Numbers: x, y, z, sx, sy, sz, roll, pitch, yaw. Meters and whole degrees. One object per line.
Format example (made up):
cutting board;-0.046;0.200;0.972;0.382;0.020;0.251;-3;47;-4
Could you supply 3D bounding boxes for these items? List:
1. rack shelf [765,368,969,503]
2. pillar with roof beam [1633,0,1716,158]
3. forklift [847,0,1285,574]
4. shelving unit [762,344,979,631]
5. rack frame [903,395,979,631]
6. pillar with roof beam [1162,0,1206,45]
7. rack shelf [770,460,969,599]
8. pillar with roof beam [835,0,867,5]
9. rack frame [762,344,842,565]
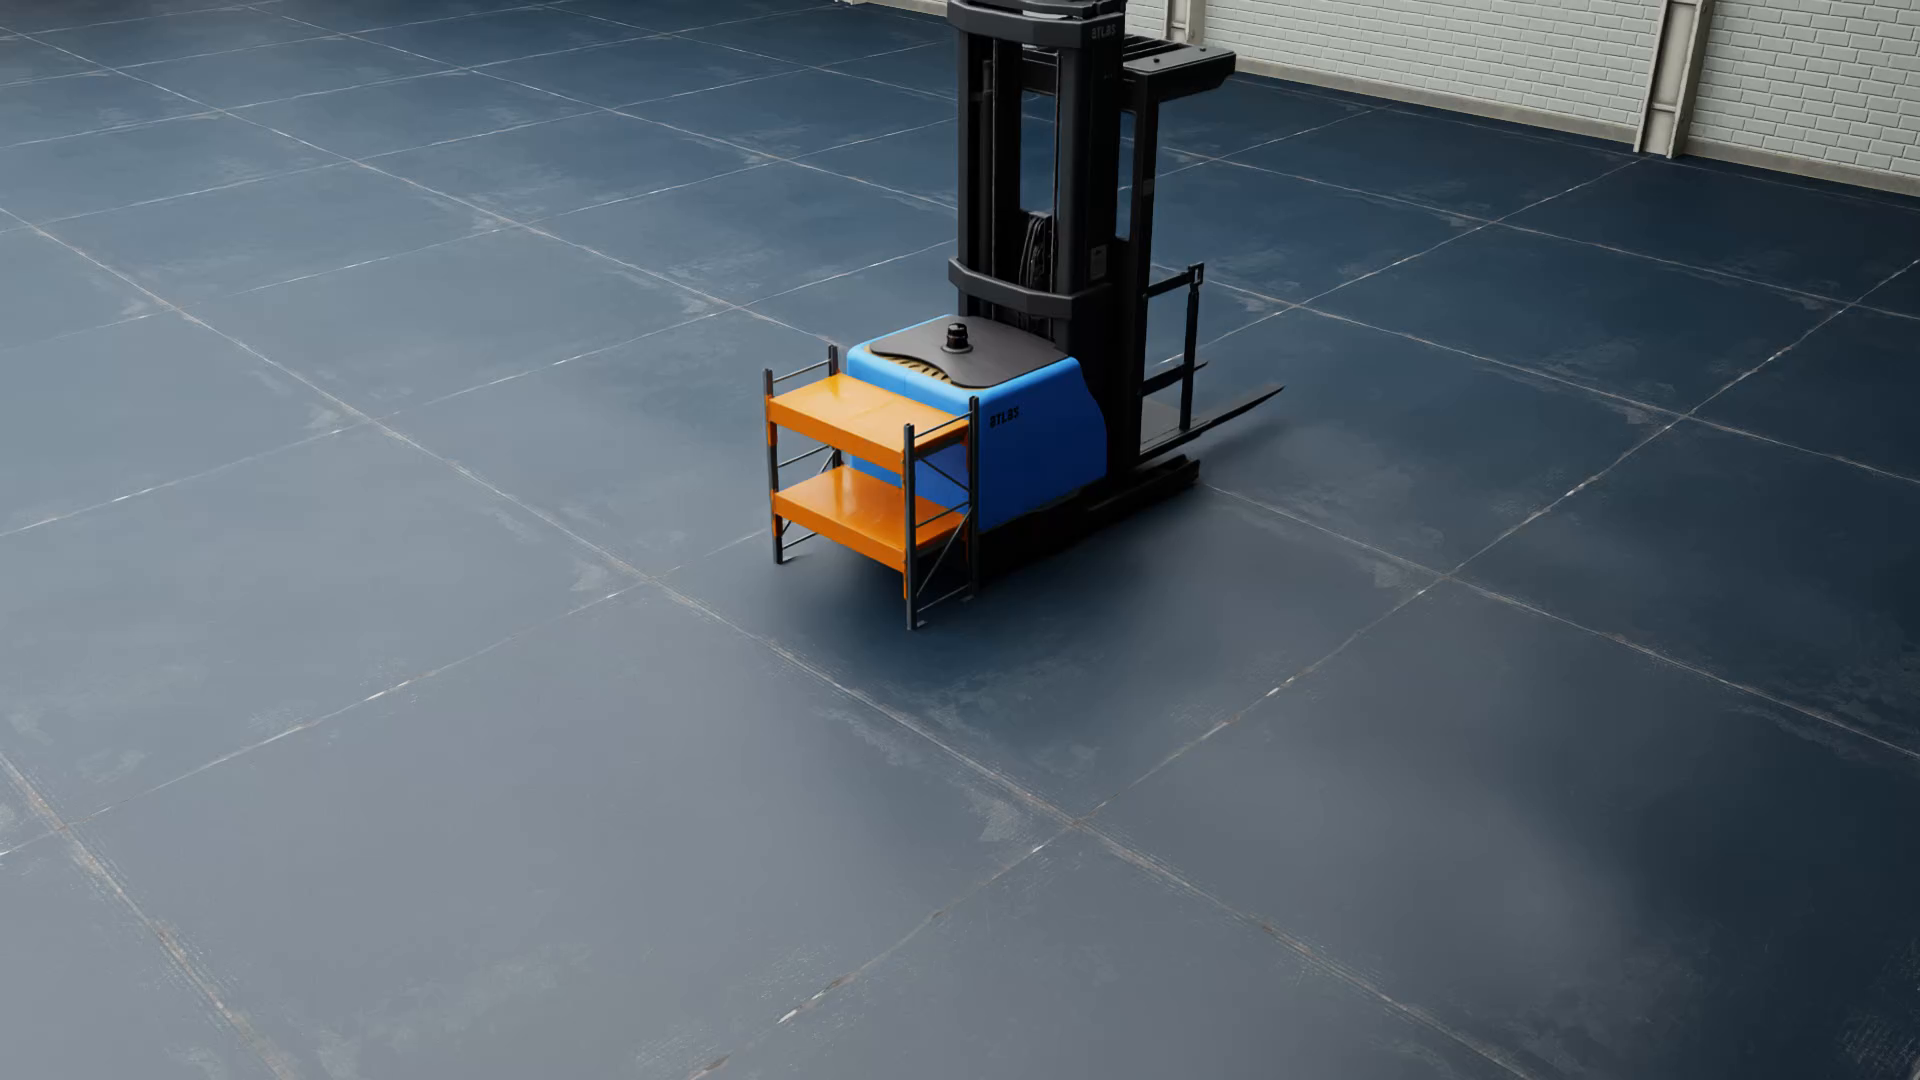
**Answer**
rack shelf;-0.458;-0.547;8.453;1.000;0.278;0.538;23;36;37
pillar with roof beam;3.970;-6.434;11.817;0.400;9.000;9.100;25;36;38
forklift;0.776;-1.702;9.337;3.031;2.935;1.130;-25;37;-39
shelving unit;-0.458;-0.288;8.589;1.048;1.125;0.538;23;36;37
rack frame;-0.086;-0.127;8.282;0.032;1.125;0.500;23;36;37
pillar with roof beam;-0.309;-8.392;15.540;0.400;9.000;9.100;25;36;38
rack shelf;-0.458;-0.072;8.703;1.000;0.278;0.538;23;36;37
pillar with roof beam;-4.587;-10.349;19.263;0.400;9.000;9.100;25;36;38
rack frame;-0.829;-0.450;8.896;0.032;1.125;0.500;23;36;37
